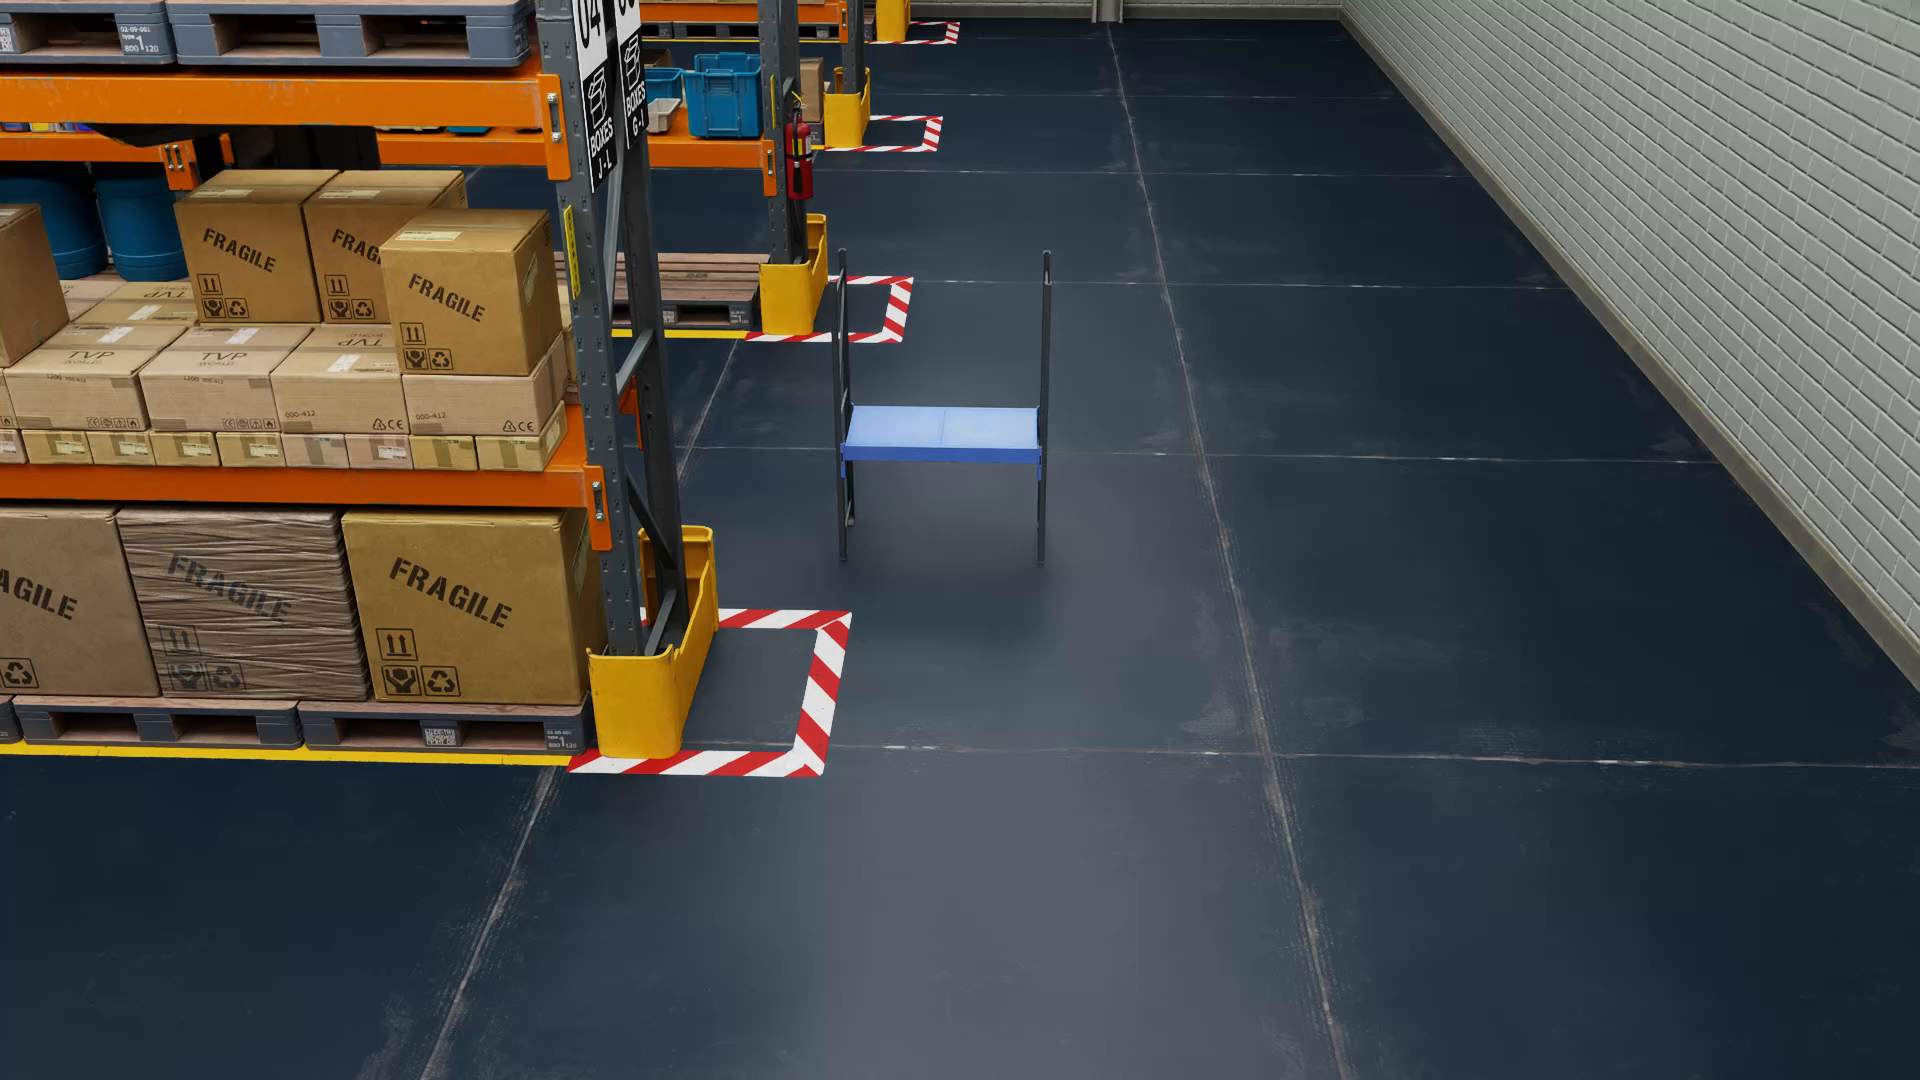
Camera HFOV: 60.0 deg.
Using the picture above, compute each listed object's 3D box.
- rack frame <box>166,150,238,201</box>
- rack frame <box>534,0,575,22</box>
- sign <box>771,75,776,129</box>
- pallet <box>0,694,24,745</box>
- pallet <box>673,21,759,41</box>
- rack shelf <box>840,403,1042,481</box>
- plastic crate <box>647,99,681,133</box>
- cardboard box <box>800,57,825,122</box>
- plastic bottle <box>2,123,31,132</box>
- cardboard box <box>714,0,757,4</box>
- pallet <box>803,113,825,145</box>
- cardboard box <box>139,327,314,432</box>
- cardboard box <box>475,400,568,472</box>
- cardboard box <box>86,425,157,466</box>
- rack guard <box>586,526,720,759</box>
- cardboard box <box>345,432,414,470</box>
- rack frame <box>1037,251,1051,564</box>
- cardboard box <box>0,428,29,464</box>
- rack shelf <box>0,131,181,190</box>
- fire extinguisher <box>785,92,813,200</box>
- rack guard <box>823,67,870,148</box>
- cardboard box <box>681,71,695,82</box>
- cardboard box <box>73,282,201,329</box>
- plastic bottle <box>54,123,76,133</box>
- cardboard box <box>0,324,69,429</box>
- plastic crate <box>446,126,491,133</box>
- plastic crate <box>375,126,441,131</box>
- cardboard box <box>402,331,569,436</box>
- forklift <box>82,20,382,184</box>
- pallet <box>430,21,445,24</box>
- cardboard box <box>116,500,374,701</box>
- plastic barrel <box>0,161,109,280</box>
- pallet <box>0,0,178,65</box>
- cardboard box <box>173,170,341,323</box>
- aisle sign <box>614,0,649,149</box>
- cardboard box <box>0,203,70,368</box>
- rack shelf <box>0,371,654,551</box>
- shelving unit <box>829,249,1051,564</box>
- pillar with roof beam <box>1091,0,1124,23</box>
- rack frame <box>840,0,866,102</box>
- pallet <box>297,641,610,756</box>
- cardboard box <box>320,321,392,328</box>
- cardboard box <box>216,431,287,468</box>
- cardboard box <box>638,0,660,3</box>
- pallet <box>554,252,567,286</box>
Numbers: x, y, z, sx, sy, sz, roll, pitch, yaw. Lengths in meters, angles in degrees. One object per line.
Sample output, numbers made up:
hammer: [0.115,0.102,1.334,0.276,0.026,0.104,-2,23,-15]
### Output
rack frame: [-5.192,-3.062,11.323,0.127,3.000,1.000,1,28,2]
rack frame: [-1.369,-3.328,5.420,0.127,3.000,1.000,1,28,2]
sign: [-1.197,-2.810,10.674,0.005,0.325,0.100,1,28,2]
pallet: [-4.609,0.538,7.510,1.213,0.211,1.003,1,28,2]
pallet: [-2.862,-6.399,20.596,1.213,0.211,1.003,1,28,2]
rack shelf: [-0.085,-0.505,8.486,1.000,0.185,0.538,1,28,2]
plastic crate: [-2.016,-2.835,11.112,0.243,0.136,0.396,1,28,2]
cardboard box: [-1.568,-4.298,15.854,0.500,0.500,0.500,1,28,2]
plastic bottle: [-6.307,-2.905,11.080,0.185,0.351,0.144,1,28,2]
cardboard box: [-1.991,-5.245,15.336,0.500,0.500,0.500,1,28,2]
pallet: [-1.888,-4.096,16.252,1.213,0.211,1.003,1,28,2]
cardboard box: [-2.878,-0.643,6.604,0.500,0.250,0.500,0,28,0]
cardboard box: [-1.736,-0.418,6.605,0.250,0.149,0.380,1,28,3]
cardboard box: [-3.264,-0.444,6.652,0.250,0.149,0.380,1,28,3]
rack guard: [-1.345,0.427,7.410,0.348,0.500,1.175,1,28,2]
cardboard box: [-2.248,-0.426,6.620,0.250,0.149,0.380,1,28,2]
rack frame: [0.423,-0.656,8.386,0.032,1.500,0.500,1,28,2]
cardboard box: [-3.787,-0.451,6.666,0.250,0.149,0.380,1,28,2]
rack shelf: [-7.190,-2.777,11.554,4.000,0.370,1.077,1,28,2]
fire extinguisher: [-1.059,-2.582,10.898,0.183,0.674,0.296,1,28,2]
rack guard: [-1.092,-4.211,16.160,0.348,0.500,1.175,1,28,2]
cardboard box: [-2.548,-4.452,16.412,0.500,0.250,0.500,1,28,2]
cardboard box: [-3.383,-0.899,7.085,0.500,0.250,0.500,0,28,1]
plastic bottle: [-5.962,-2.868,11.091,0.135,0.276,0.152,1,28,2]
cardboard box: [-3.891,-0.662,6.639,0.500,0.250,0.500,2,28,3]
plastic crate: [-3.256,-2.862,11.062,0.300,0.233,0.416,1,28,2]
plastic crate: [-3.672,-2.925,11.127,0.530,0.282,0.437,1,28,2]
cardboard box: [-1.863,-0.626,6.572,0.500,0.250,0.500,1,28,1]
forklift: [-3.463,-1.141,7.773,3.031,2.935,1.130,-23,36,-37]
pallet: [-6.838,-6.463,20.717,1.213,0.211,1.003,1,28,2]
cardboard box: [-2.921,0.088,7.202,0.875,0.875,0.875,1,28,2]
plastic barrel: [-6.442,-2.349,11.771,0.708,0.901,0.600,1,28,2]
pallet: [-3.333,-1.990,6.193,1.213,0.211,1.003,1,28,2]
cardboard box: [-2.857,-1.222,6.895,0.500,0.500,0.500,0,28,0]
aisle sign: [-1.286,-1.965,6.479,0.004,0.787,0.394,1,28,2]
cardboard box: [-3.885,-0.994,6.465,0.500,0.500,0.500,0,28,0]
rack shelf: [-3.368,-0.393,7.056,4.000,0.370,1.077,1,28,2]
shelving unit: [-0.085,-0.664,8.401,1.048,1.500,0.538,1,28,2]
pillar with roof beam: [1.732,-8.629,15.420,0.400,9.000,9.100,1,28,2]
rack frame: [-1.016,-5.314,15.572,0.127,3.000,1.000,1,28,2]
pallet: [-2.171,0.578,7.434,1.213,0.211,1.003,1,28,2]
cardboard box: [-2.359,-0.882,7.055,0.500,0.250,0.500,1,28,1]
cardboard box: [-2.757,-0.434,6.635,0.250,0.149,0.380,0,28,1]
cardboard box: [-2.993,-5.265,15.372,0.500,0.500,0.500,1,28,1]
pallet: [-3.233,-1.817,11.952,1.213,0.211,1.003,1,28,2]
